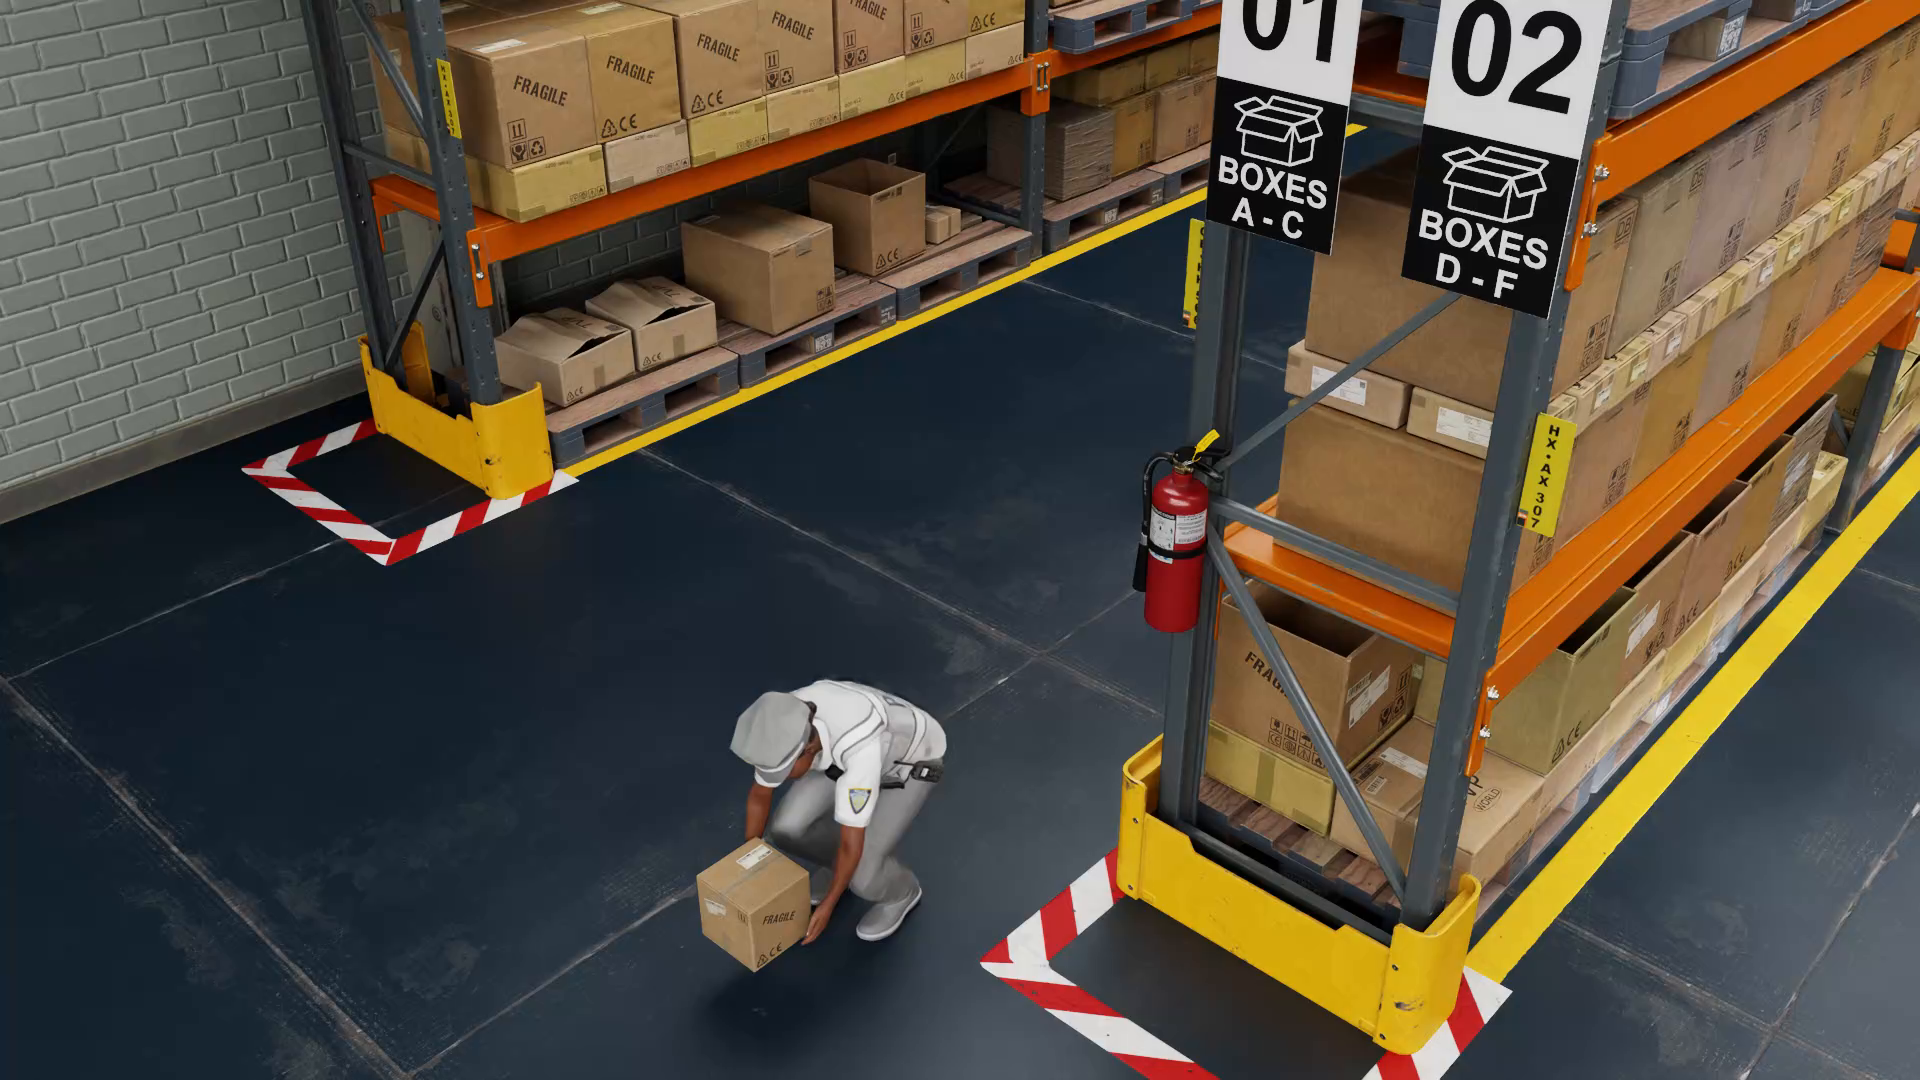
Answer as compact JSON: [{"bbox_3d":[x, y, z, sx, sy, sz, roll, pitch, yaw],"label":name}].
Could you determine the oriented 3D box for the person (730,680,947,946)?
[{"bbox_3d":[-0.381,0.831,5.347,0.491,1.076,0.827,24,39,34],"label":"person"}]
